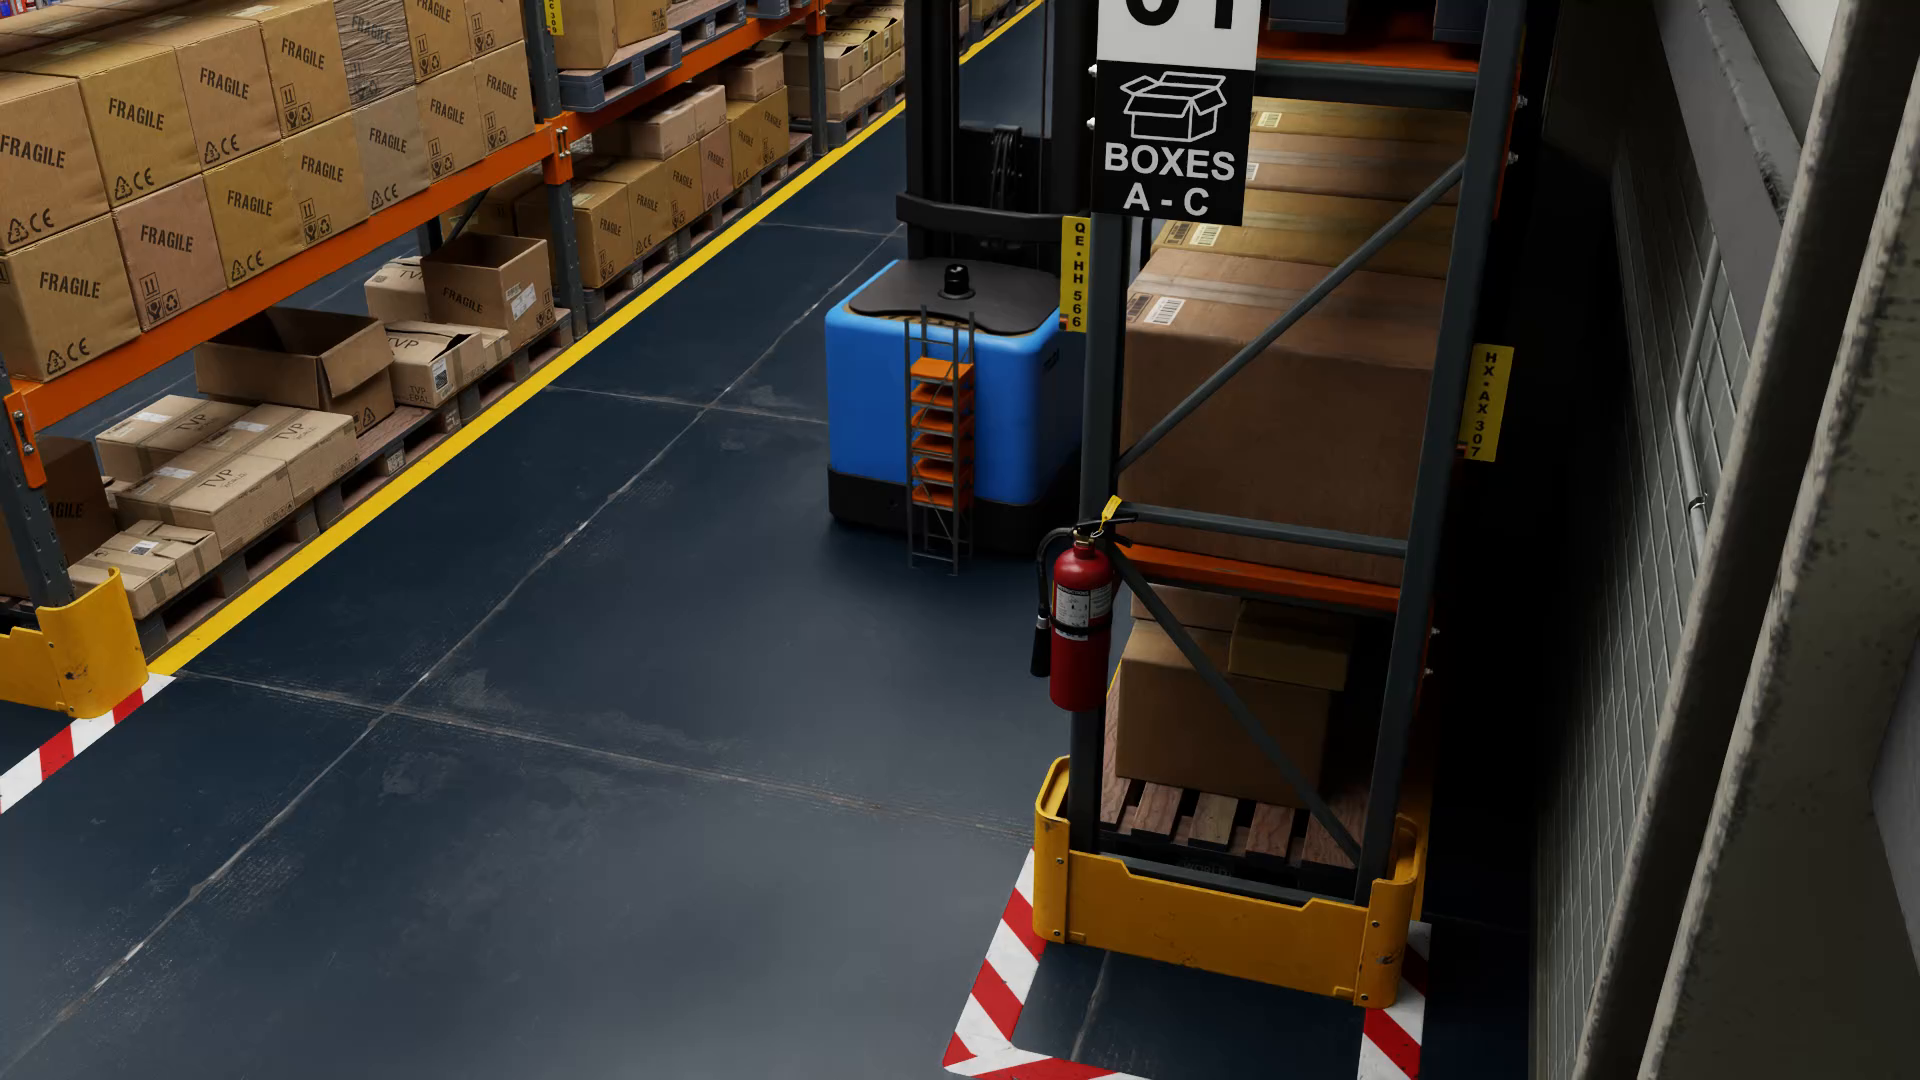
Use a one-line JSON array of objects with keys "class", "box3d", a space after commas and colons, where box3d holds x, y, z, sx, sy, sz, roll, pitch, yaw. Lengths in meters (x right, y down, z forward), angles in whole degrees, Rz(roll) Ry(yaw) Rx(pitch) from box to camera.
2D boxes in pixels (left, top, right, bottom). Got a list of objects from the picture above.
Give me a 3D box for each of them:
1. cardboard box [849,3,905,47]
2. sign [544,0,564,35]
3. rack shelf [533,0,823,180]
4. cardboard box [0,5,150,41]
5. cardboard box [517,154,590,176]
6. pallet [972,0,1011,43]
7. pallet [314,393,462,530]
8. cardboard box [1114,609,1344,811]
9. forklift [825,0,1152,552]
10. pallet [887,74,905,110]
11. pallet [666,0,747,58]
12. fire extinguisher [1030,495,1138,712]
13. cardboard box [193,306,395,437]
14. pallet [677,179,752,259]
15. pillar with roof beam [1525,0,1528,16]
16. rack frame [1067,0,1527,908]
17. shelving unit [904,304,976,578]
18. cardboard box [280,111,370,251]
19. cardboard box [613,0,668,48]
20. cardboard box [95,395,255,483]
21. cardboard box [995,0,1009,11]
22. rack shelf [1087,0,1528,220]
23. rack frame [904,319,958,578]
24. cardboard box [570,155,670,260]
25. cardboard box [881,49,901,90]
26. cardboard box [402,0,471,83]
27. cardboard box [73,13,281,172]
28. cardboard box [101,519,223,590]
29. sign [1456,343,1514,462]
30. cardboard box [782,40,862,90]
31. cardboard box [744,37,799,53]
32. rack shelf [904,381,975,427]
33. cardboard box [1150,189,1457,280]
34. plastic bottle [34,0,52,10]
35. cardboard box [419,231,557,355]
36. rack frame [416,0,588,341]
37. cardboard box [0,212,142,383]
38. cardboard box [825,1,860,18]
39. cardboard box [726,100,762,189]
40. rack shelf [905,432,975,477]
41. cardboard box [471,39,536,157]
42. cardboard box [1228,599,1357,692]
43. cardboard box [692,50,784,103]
[{"class": "cardboard box", "box3d": [-0.668, -4.598, 14.749, 0.500, 0.311, 0.500, 8, 30, 14]}, {"class": "sign", "box3d": [-2.204, -2.894, 8.976, 0.100, 0.325, 0.005, 8, 30, 15]}, {"class": "rack shelf", "box3d": [-2.138, -3.205, 11.165, 1.077, 0.370, 4.000, 8, 30, 15]}, {"class": "cardboard box", "box3d": [-3.736, -1.934, 7.009, 0.500, 0.500, 0.500, 9, 30, 16]}, {"class": "cardboard box", "box3d": [-2.701, -2.188, 10.717, 0.500, 0.500, 0.500, 9, 30, 15]}, {"class": "pallet", "box3d": [-0.103, -5.452, 17.334, 1.003, 0.211, 1.213, 8, 30, 15]}, {"class": "pallet", "box3d": [-3.284, -0.483, 8.401, 1.003, 0.211, 1.213, 8, 30, 15]}, {"class": "cardboard box", "box3d": [0.947, 0.544, 5.826, 0.700, 0.500, 0.500, 8, 30, 15]}, {"class": "forklift", "box3d": [0.395, -1.926, 8.197, 1.130, 2.935, 3.031, 11, 31, 19]}, {"class": "pallet", "box3d": [-0.912, -4.172, 15.032, 1.003, 0.211, 1.213, 8, 30, 15]}, {"class": "pallet", "box3d": [-2.117, -3.460, 11.082, 1.003, 0.211, 1.213, 8, 30, 15]}, {"class": "fire extinguisher", "box3d": [0.352, 0.176, 4.812, 0.296, 0.674, 0.183, 8, 30, 15]}, {"class": "cardboard box", "box3d": [-3.271, -0.817, 8.248, 0.797, 0.503, 0.637, 8, 30, 15]}, {"class": "pallet", "box3d": [-2.166, -2.323, 11.709, 1.003, 0.211, 1.213, 8, 30, 15]}, {"class": "pillar with roof beam", "box3d": [2.040, -10.248, 16.916, 9.100, 9.000, 0.400, 8, 30, 15]}, {"class": "rack frame", "box3d": [0.838, -0.025, 4.710, 1.000, 3.000, 0.127, 8, 30, 15]}, {"class": "shelving unit", "box3d": [-0.086, -0.419, 7.269, 0.258, 1.200, 0.189, 11, 31, 19]}, {"class": "cardboard box", "box3d": [-3.072, -1.648, 7.525, 0.500, 0.500, 0.500, 9, 30, 16]}, {"class": "cardboard box", "box3d": [-2.231, -3.334, 10.122, 0.700, 0.500, 0.500, 13, 32, 23]}, {"class": "cardboard box", "box3d": [-3.667, -0.446, 7.843, 0.500, 0.250, 0.500, 8, 30, 15]}, {"class": "cardboard box", "box3d": [0.201, -5.693, 17.295, 0.500, 0.250, 0.500, 8, 30, 15]}, {"class": "rack shelf", "box3d": [1.425, -1.951, 5.827, 1.077, 0.370, 4.000, 8, 30, 15]}, {"class": "rack frame", "box3d": [-0.120, -0.377, 7.194, 0.240, 1.200, 0.006, 11, 31, 19]}, {"class": "cardboard box", "box3d": [-2.204, -2.129, 10.610, 0.500, 0.500, 0.500, 9, 30, 16]}, {"class": "cardboard box", "box3d": [-0.823, -4.108, 14.445, 0.500, 0.250, 0.500, 8, 30, 14]}, {"class": "cardboard box", "box3d": [-2.774, -2.560, 8.134, 0.500, 0.500, 0.500, 8, 30, 14]}, {"class": "cardboard box", "box3d": [-3.219, -1.856, 6.869, 0.500, 0.500, 0.500, 9, 30, 16]}, {"class": "cardboard box", "box3d": [-3.374, 0.054, 7.030, 0.380, 0.166, 0.250, 8, 30, 15]}, {"class": "sign", "box3d": [1.366, -0.356, 4.333, 0.100, 0.325, 0.005, 8, 30, 15]}, {"class": "cardboard box", "box3d": [-1.116, -3.877, 13.453, 0.500, 0.311, 0.500, 10, 30, 17]}, {"class": "cardboard box", "box3d": [-1.632, -3.954, 13.592, 0.500, 0.311, 0.500, 9, 30, 16]}, {"class": "rack shelf", "box3d": [-0.086, -0.590, 7.173, 0.258, 0.103, 0.180, 11, 31, 19]}, {"class": "cardboard box", "box3d": [1.181, -0.735, 5.677, 0.980, 0.700, 0.700, 8, 30, 14]}, {"class": "plastic bottle", "box3d": [-6.619, -3.943, 11.879, 0.152, 0.276, 0.135, 8, 30, 15]}, {"class": "cardboard box", "box3d": [-2.621, -1.384, 9.271, 0.500, 0.500, 0.500, 8, 30, 15]}, {"class": "rack frame", "box3d": [-2.725, -2.590, 9.319, 1.000, 3.000, 0.127, 8, 30, 15]}, {"class": "cardboard box", "box3d": [-3.517, -0.943, 6.257, 0.500, 0.500, 0.500, 9, 30, 16]}, {"class": "cardboard box", "box3d": [-1.186, -4.663, 14.867, 0.500, 0.311, 0.500, 9, 30, 16]}, {"class": "cardboard box", "box3d": [-1.753, -2.840, 11.888, 0.500, 0.500, 0.500, 7, 30, 13]}, {"class": "rack shelf", "box3d": [-0.086, -0.380, 7.290, 0.258, 0.103, 0.180, 11, 31, 19]}, {"class": "cardboard box", "box3d": [-2.626, -2.364, 8.812, 0.500, 0.500, 0.500, 9, 30, 16]}, {"class": "cardboard box", "box3d": [1.102, 0.347, 5.513, 0.380, 0.149, 0.250, 9, 30, 15]}, {"class": "cardboard box", "box3d": [-1.613, -3.381, 12.090, 0.500, 0.250, 0.500, 10, 31, 17]}]
